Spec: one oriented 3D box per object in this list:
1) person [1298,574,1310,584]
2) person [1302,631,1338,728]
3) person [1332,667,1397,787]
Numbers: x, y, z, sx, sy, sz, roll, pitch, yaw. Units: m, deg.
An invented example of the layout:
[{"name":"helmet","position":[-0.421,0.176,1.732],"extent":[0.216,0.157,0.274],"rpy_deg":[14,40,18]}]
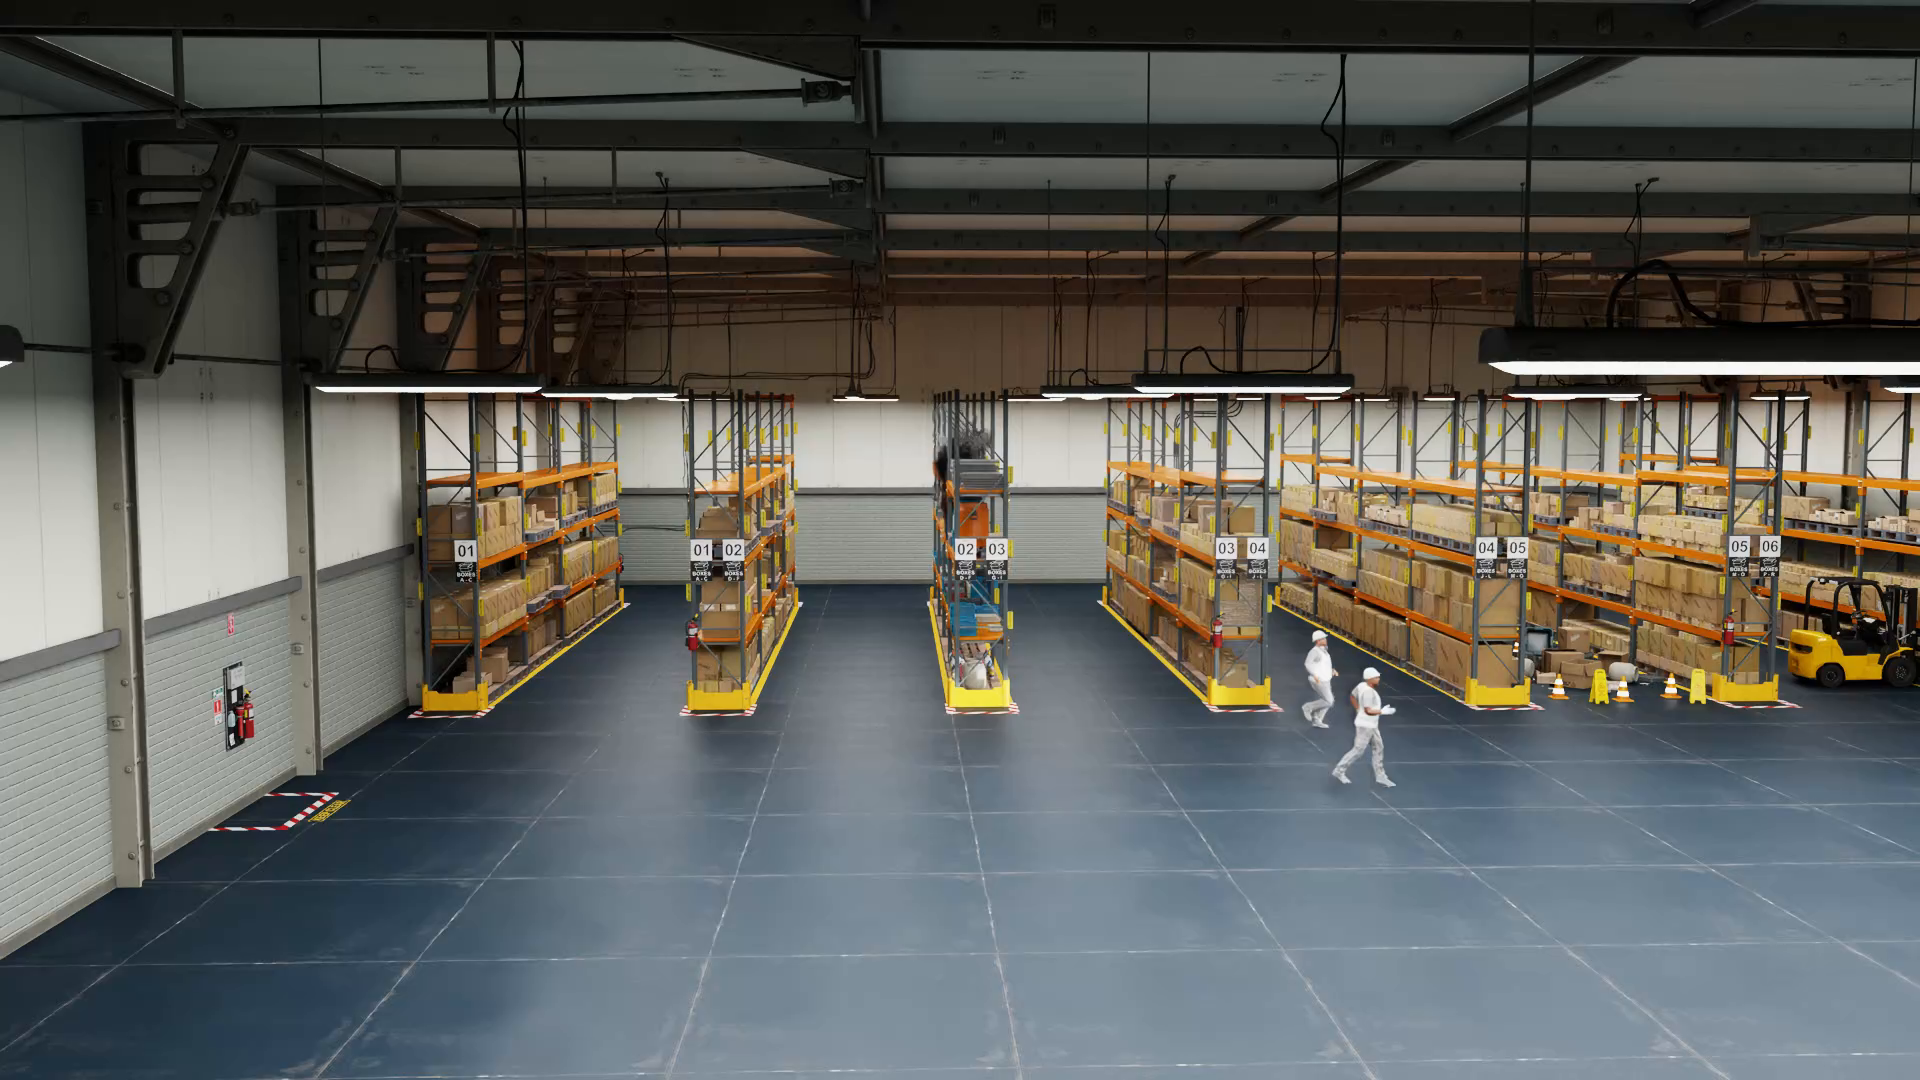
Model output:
[{"name":"person","position":[10.247,0.893,49.122],"extent":[0.626,1.659,0.589],"rpy_deg":[0,5,-2]},{"name":"person","position":[6.383,2.467,29.437],"extent":[0.579,1.730,0.666],"rpy_deg":[3,5,31]},{"name":"person","position":[6.044,2.793,24.811],"extent":[0.939,1.800,0.634],"rpy_deg":[1,5,17]}]
